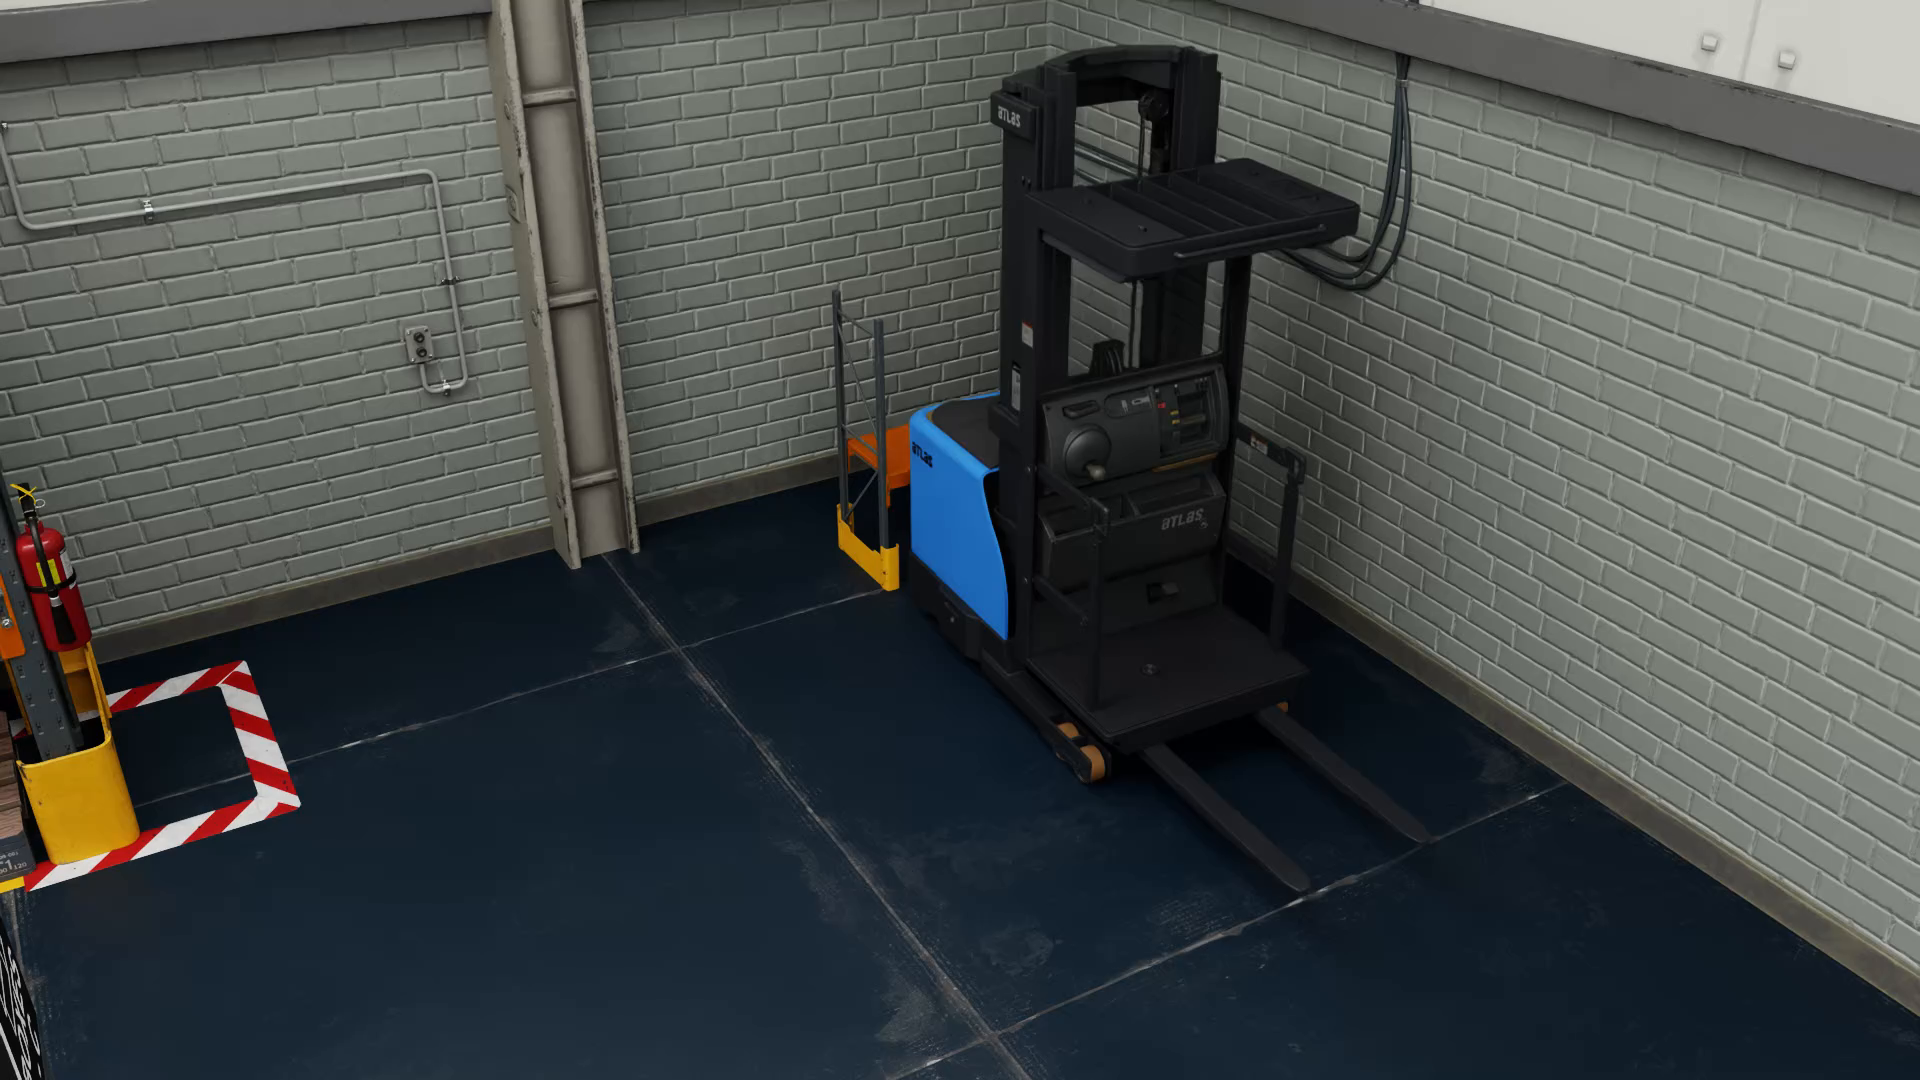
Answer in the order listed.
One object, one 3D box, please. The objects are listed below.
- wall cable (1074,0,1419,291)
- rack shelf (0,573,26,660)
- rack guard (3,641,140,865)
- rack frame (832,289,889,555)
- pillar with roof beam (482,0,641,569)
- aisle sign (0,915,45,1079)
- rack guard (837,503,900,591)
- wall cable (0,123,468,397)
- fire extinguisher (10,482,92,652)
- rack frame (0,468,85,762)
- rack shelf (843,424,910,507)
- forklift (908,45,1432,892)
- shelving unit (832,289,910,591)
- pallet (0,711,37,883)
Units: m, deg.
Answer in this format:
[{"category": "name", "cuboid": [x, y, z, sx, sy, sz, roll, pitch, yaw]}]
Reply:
[{"category": "wall cable", "cuboid": [1.168, -2.748, 8.130, 0.112, 2.526, 3.097, -16, 33, -26]}, {"category": "rack shelf", "cuboid": [-5.614, 0.559, 5.877, 4.000, 0.370, 1.077, -16, 33, -26]}, {"category": "rack guard", "cuboid": [-3.869, 0.843, 7.205, 0.348, 0.500, 1.175, -16, 33, -26]}, {"category": "rack frame", "cuboid": [-0.512, -0.511, 8.624, 0.032, 1.500, 0.500, -16, 33, -26]}, {"category": "pillar with roof beam", "cuboid": [0.181, -2.100, 3.742, 0.400, 9.000, 9.100, -16, 33, -26]}, {"category": "aisle sign", "cuboid": [-1.467, 0.540, 2.477, 0.004, 0.787, 0.394, -16, 33, -26]}, {"category": "rack guard", "cuboid": [-0.495, 0.031, 8.935, 0.087, 0.250, 0.587, -16, 33, -26]}, {"category": "wall cable", "cuboid": [-3.265, -1.398, 7.627, 1.851, 1.984, 0.084, -16, 33, -26]}, {"category": "fire extinguisher", "cuboid": [-3.526, 0.107, 6.418, 0.183, 0.674, 0.296, -16, 33, -26]}, {"category": "rack frame", "cuboid": [-3.890, -0.246, 6.591, 0.127, 3.000, 1.000, -16, 33, -26]}, {"category": "rack shelf", "cuboid": [-0.074, -0.478, 8.937, 1.000, 0.185, 0.538, -16, 33, -26]}, {"category": "forklift", "cuboid": [0.874, -0.465, 7.059, 1.130, 2.935, 3.031, -15, 32, -24]}, {"category": "shelving unit", "cuboid": [-0.066, -0.638, 8.854, 1.083, 1.500, 0.587, -16, 33, -26]}, {"category": "pallet", "cuboid": [-4.539, 1.204, 6.851, 1.213, 0.211, 1.003, -16, 33, -26]}]
